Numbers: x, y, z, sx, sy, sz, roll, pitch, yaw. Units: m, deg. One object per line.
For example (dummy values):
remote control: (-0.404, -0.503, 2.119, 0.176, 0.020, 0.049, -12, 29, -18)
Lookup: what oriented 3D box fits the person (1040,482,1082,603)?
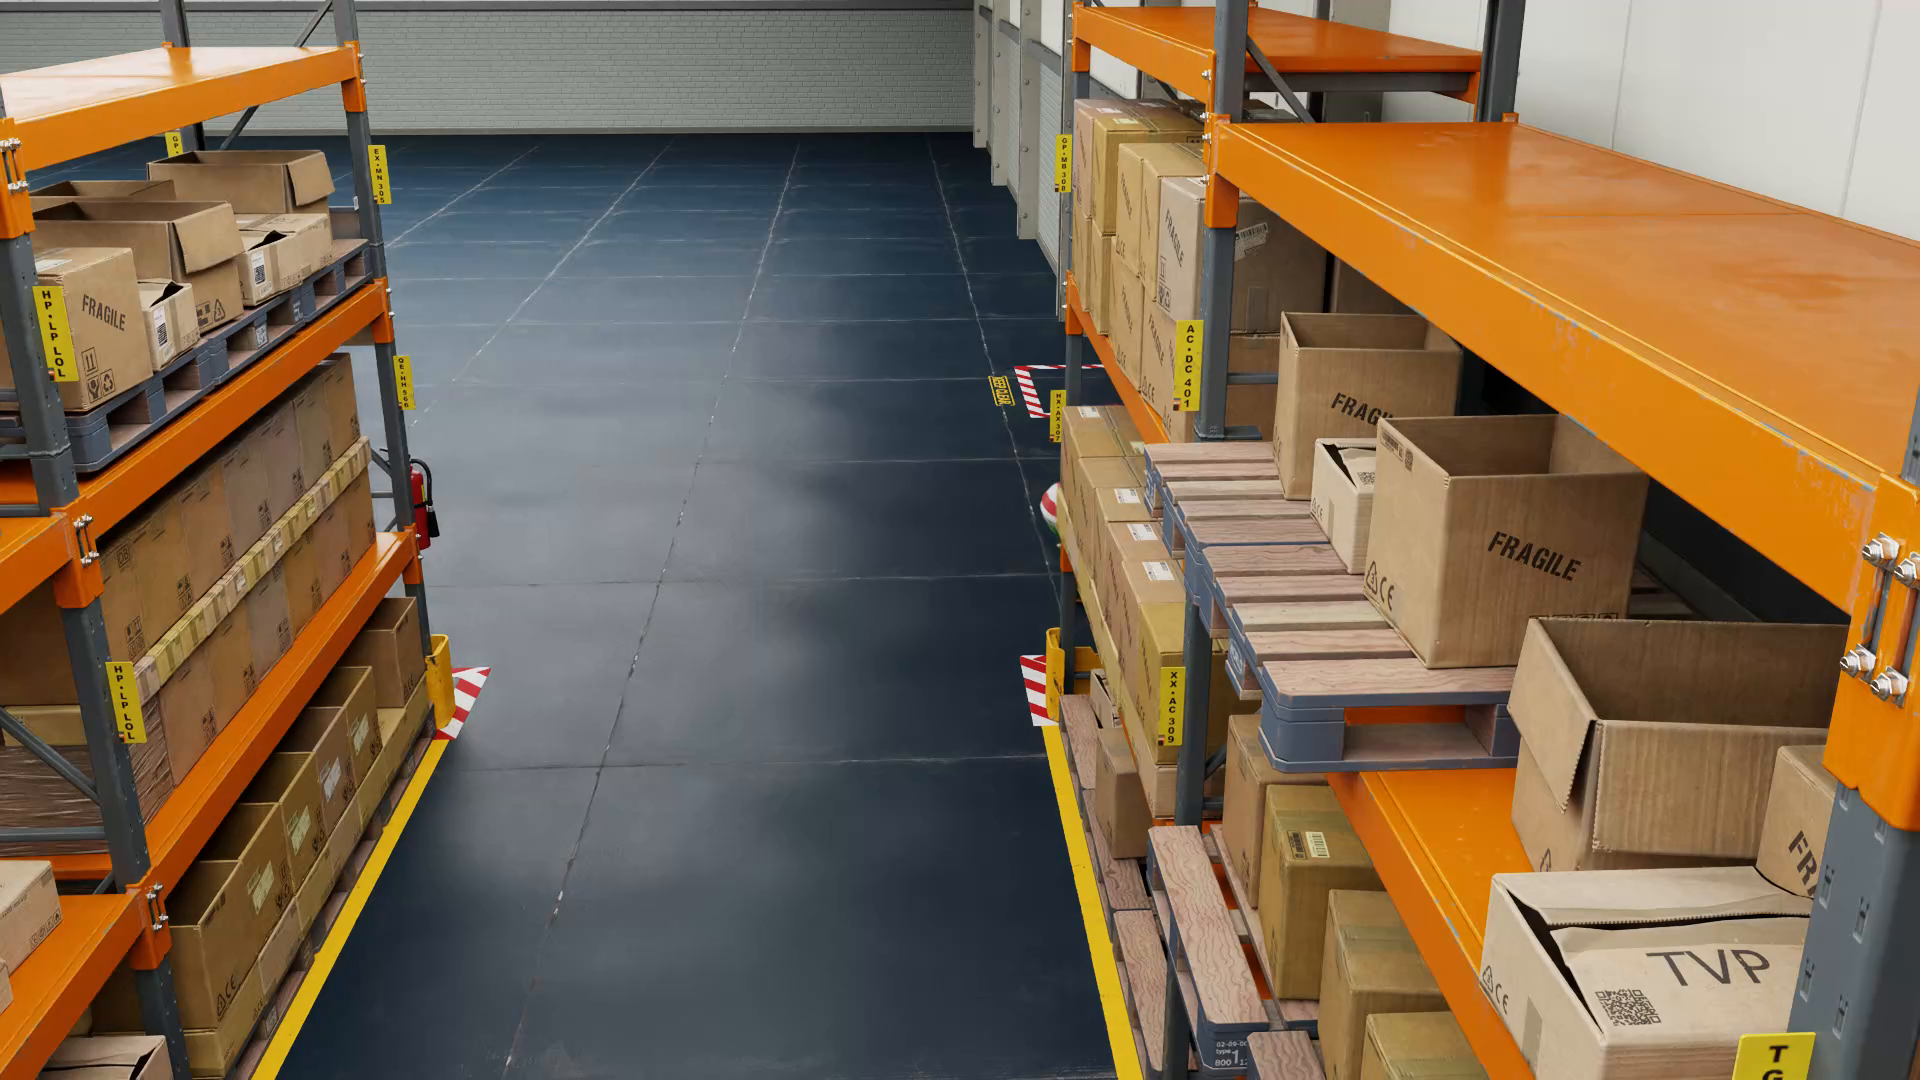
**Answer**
person: (1.068, -0.047, 12.332, 0.950, 0.988, 0.536, -2, 20, -5)
